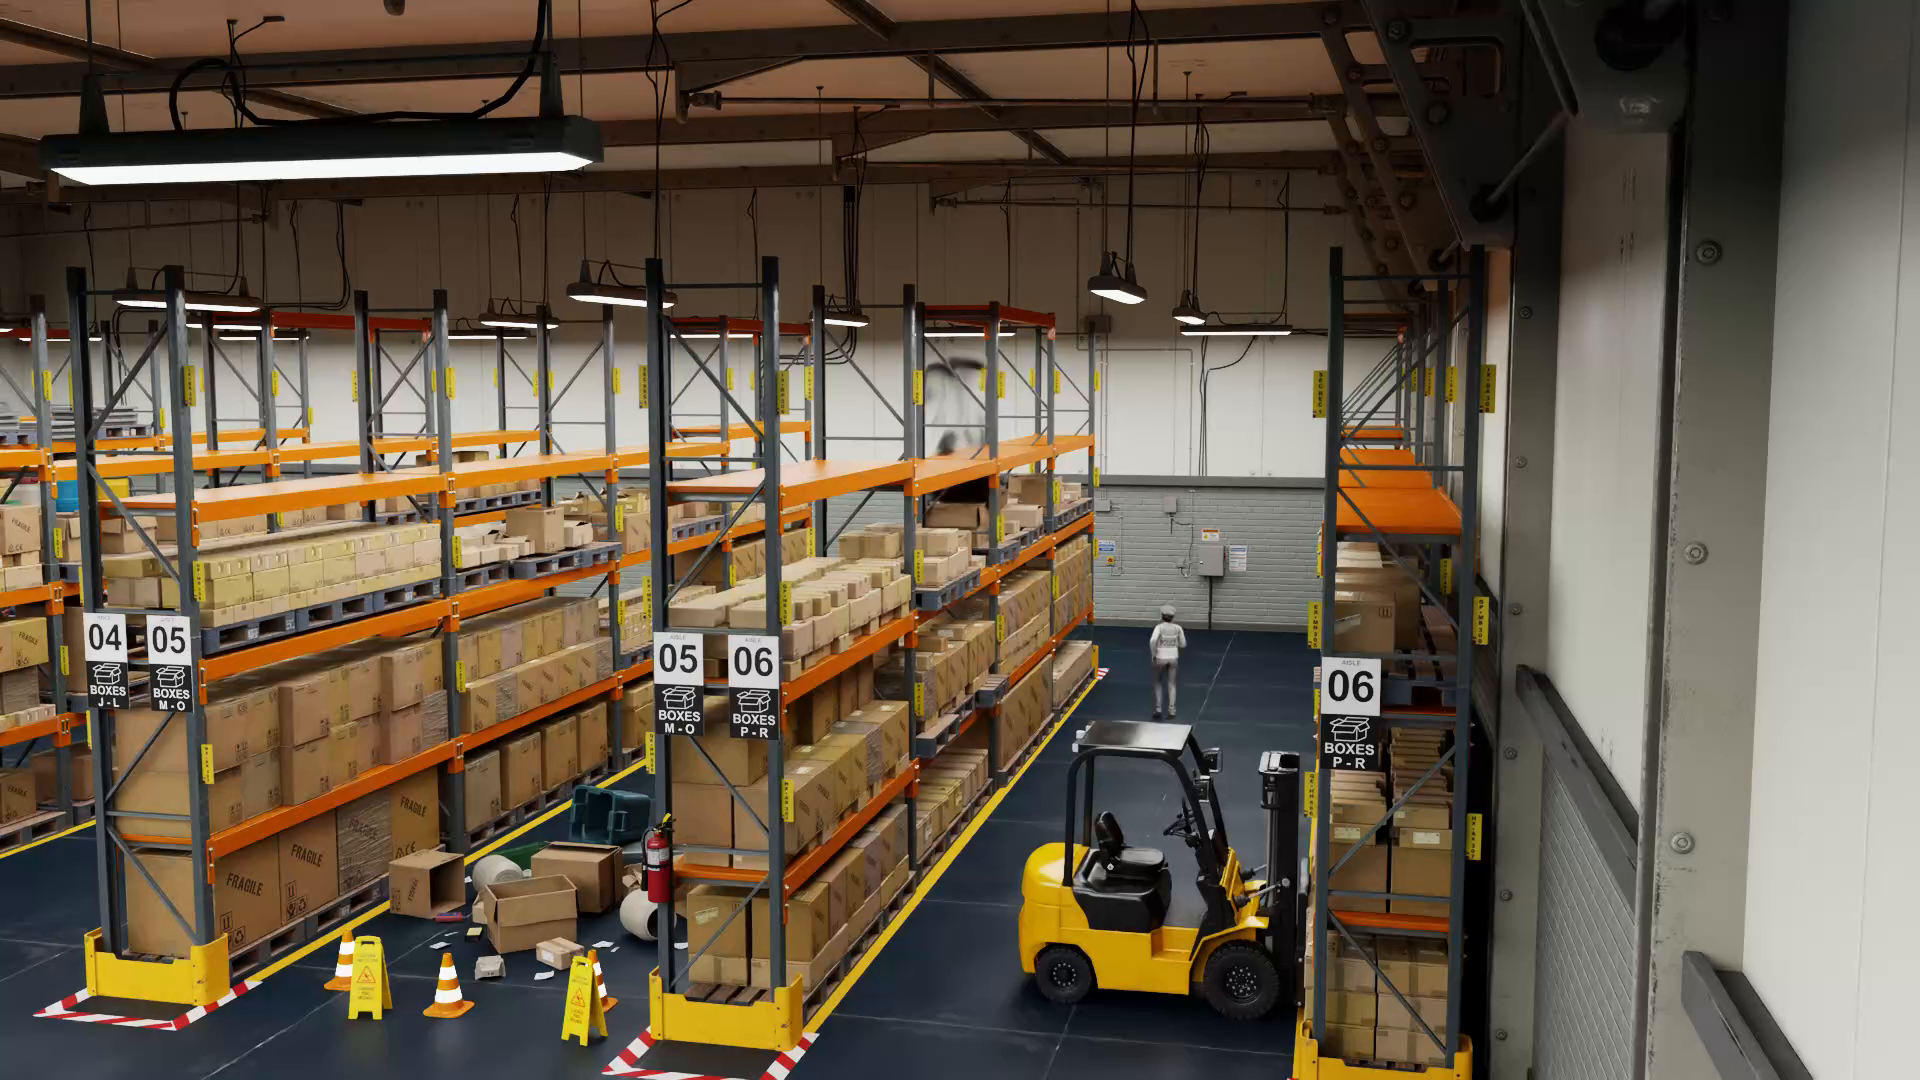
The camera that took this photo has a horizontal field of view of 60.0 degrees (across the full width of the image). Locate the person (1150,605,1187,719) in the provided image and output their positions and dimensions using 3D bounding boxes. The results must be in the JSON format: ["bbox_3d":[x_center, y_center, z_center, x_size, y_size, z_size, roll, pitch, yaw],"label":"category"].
[{"bbox_3d":[3.068,1.834,24.586,0.598,1.743,0.779,0,6,-2],"label":"person"}]
